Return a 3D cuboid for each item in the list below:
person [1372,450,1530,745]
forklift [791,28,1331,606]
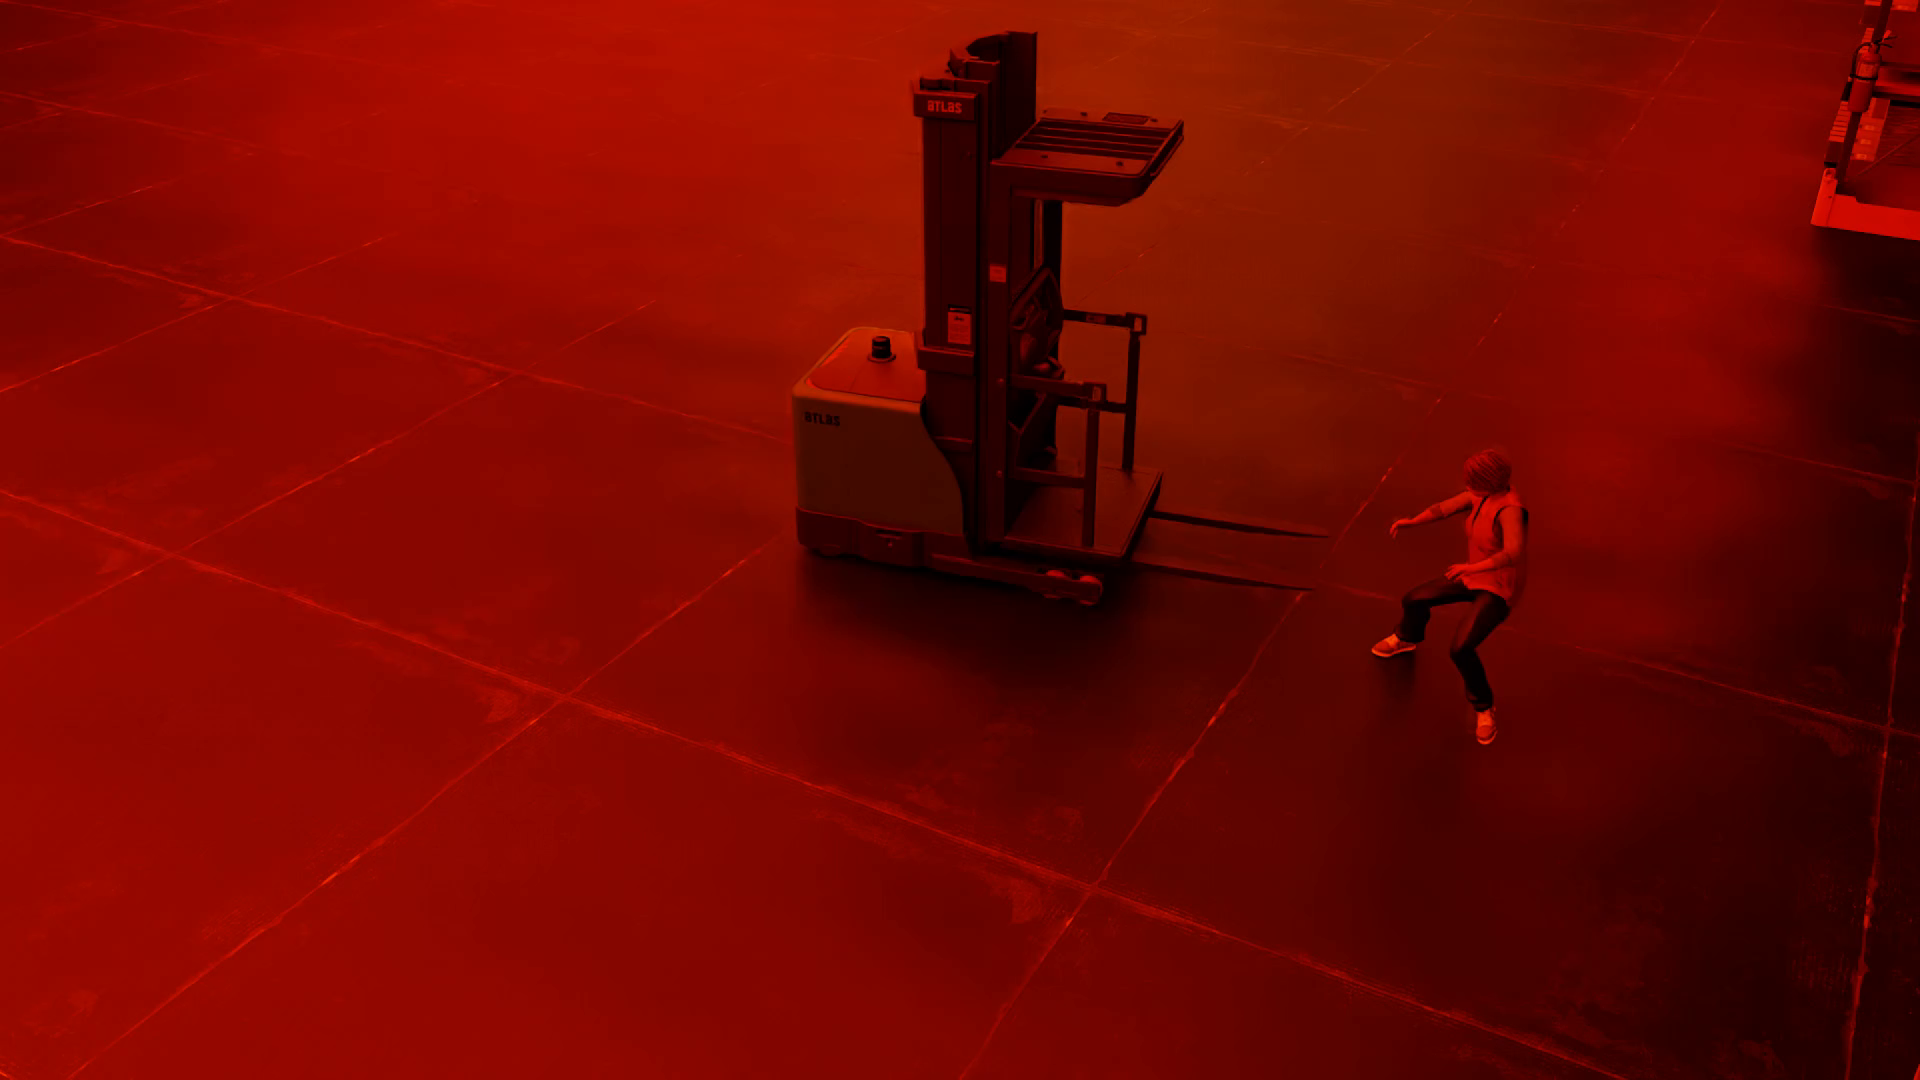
[{"bbox_3d":[2.472,0.210,8.273,0.649,1.362,0.965,-3,30,-5],"label":"person"},{"bbox_3d":[0.606,-1.199,9.148,3.031,2.935,1.130,9,31,15],"label":"forklift"}]
